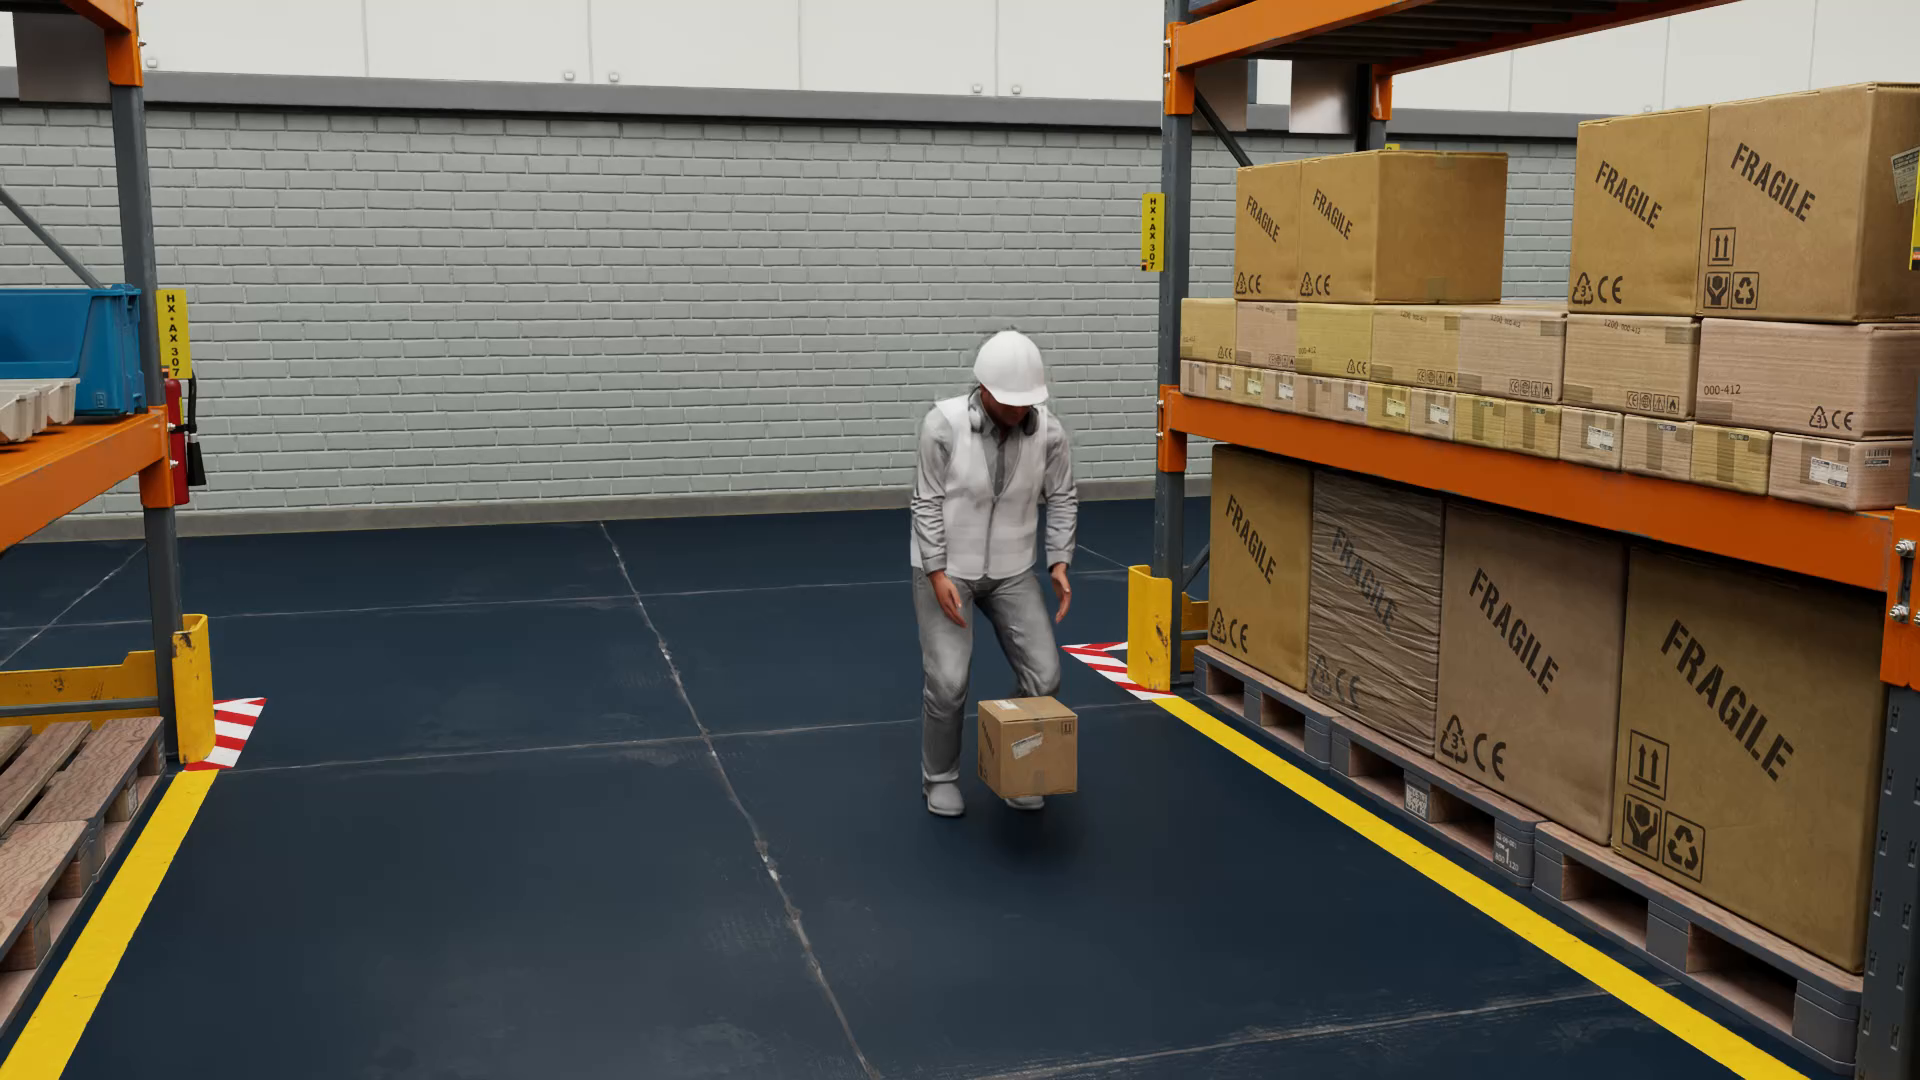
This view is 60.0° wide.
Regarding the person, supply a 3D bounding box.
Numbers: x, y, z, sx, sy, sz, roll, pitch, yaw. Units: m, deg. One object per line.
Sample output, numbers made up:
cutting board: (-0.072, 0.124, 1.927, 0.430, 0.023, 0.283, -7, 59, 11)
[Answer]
person: (0.112, 0.109, 5.604, 0.581, 1.628, 0.604, -2, 10, -15)
